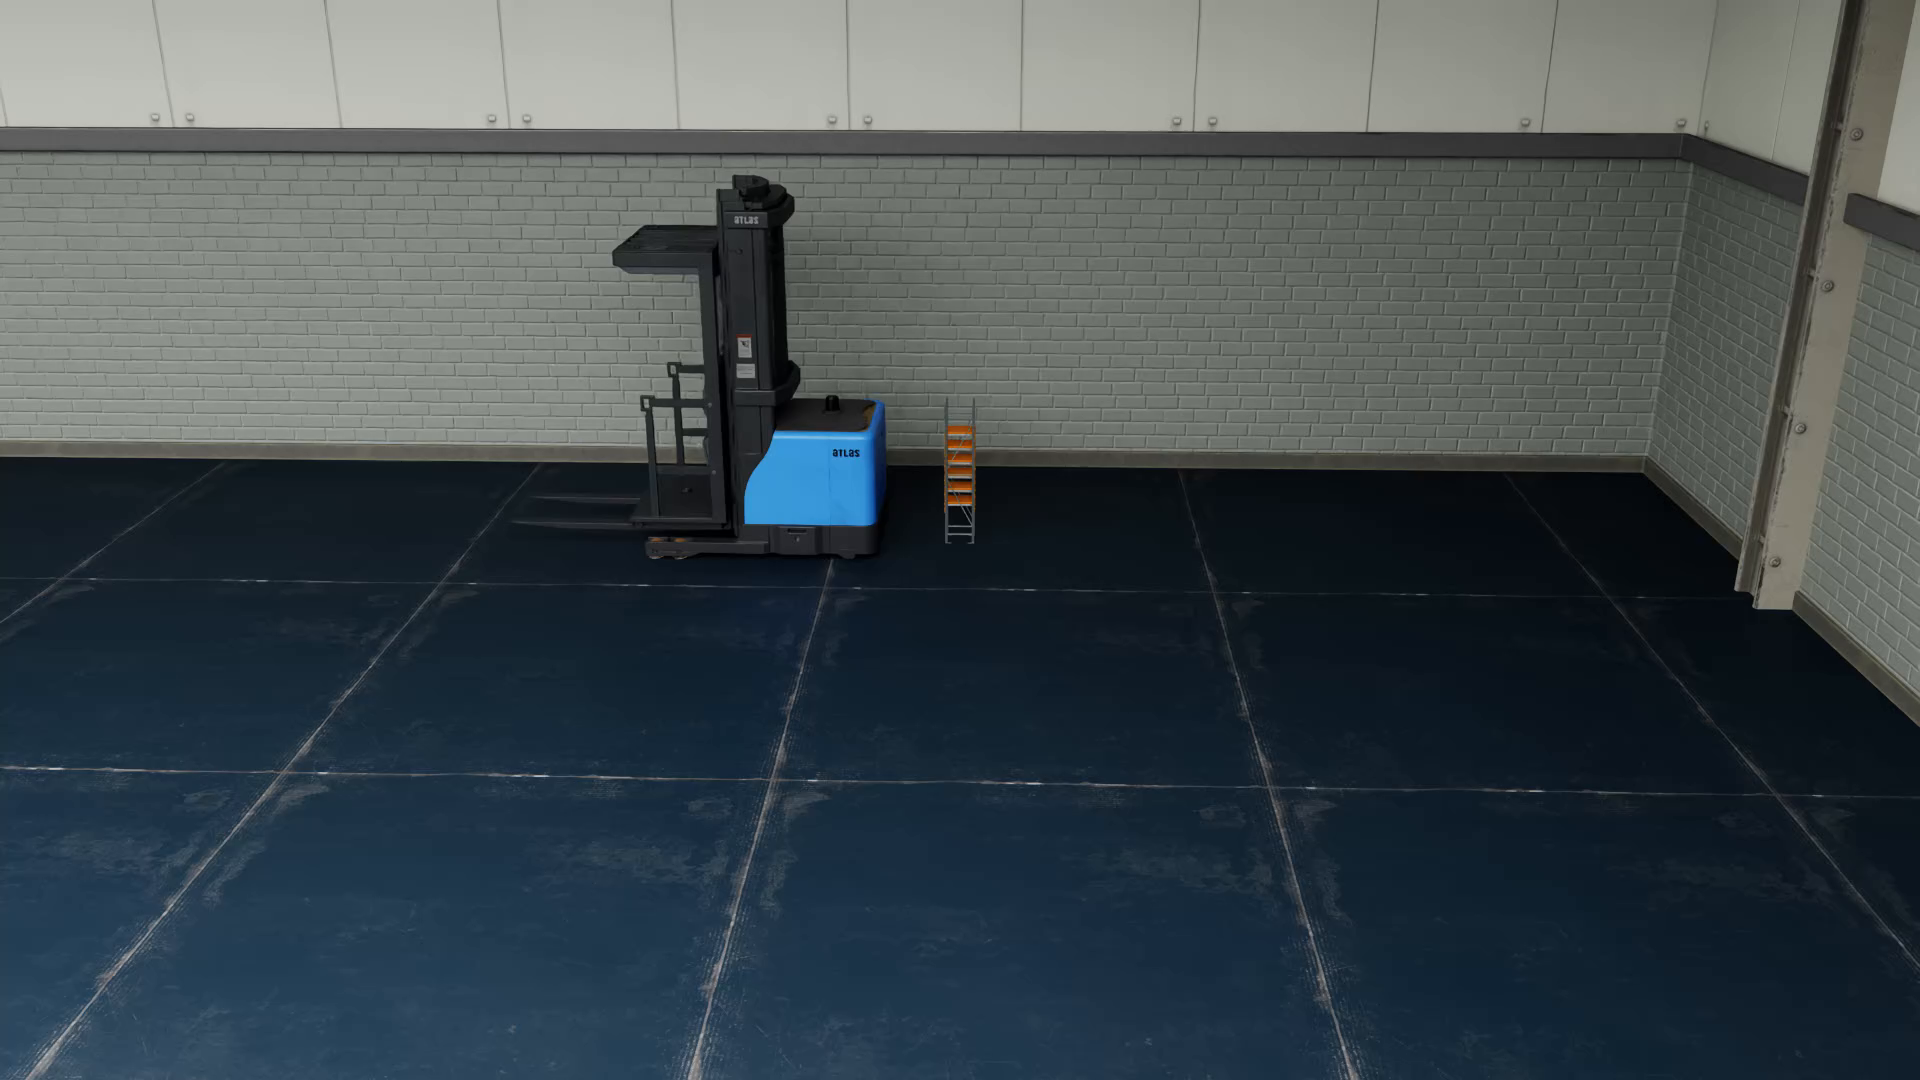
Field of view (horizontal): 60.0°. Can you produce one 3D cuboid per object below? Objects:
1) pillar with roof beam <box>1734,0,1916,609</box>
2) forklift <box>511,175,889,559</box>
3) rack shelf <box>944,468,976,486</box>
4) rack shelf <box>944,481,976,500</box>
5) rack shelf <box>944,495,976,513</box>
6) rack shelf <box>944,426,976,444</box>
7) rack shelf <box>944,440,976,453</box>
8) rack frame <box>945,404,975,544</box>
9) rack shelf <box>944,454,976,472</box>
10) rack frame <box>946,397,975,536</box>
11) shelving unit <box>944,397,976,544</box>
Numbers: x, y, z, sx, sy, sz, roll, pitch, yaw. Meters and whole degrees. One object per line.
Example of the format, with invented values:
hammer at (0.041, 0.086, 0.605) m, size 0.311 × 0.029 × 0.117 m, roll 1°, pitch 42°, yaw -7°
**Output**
pillar with roof beam at (1.827, -3.795, 11.162) m, size 9.100 × 9.000 × 0.400 m, roll 1°, pitch 21°, yaw 2°
forklift at (-2.145, -1.399, 13.376) m, size 3.031 × 2.935 × 1.130 m, roll 1°, pitch 21°, yaw 3°
rack shelf at (0.000, -0.523, 13.635) m, size 0.258 × 0.103 × 0.180 m, roll 1°, pitch 21°, yaw 2°
rack shelf at (0.000, -0.411, 13.678) m, size 0.258 × 0.103 × 0.180 m, roll 1°, pitch 21°, yaw 2°
rack shelf at (0.000, -0.299, 13.722) m, size 0.258 × 0.103 × 0.180 m, roll 1°, pitch 21°, yaw 2°
rack shelf at (0.000, -0.859, 13.505) m, size 0.258 × 0.103 × 0.180 m, roll 1°, pitch 21°, yaw 2°
rack shelf at (0.000, -0.747, 13.548) m, size 0.258 × 0.103 × 0.180 m, roll 1°, pitch 21°, yaw 2°
rack frame at (-0.002, -0.532, 13.533) m, size 0.240 × 1.200 × 0.006 m, roll 1°, pitch 21°, yaw 2°
rack shelf at (0.000, -0.635, 13.591) m, size 0.258 × 0.103 × 0.180 m, roll 1°, pitch 21°, yaw 2°
rack frame at (0.003, -0.598, 13.704) m, size 0.240 × 1.200 × 0.006 m, roll 1°, pitch 21°, yaw 2°
shelving unit at (0.000, -0.565, 13.619) m, size 0.258 × 1.200 × 0.189 m, roll 1°, pitch 21°, yaw 2°
